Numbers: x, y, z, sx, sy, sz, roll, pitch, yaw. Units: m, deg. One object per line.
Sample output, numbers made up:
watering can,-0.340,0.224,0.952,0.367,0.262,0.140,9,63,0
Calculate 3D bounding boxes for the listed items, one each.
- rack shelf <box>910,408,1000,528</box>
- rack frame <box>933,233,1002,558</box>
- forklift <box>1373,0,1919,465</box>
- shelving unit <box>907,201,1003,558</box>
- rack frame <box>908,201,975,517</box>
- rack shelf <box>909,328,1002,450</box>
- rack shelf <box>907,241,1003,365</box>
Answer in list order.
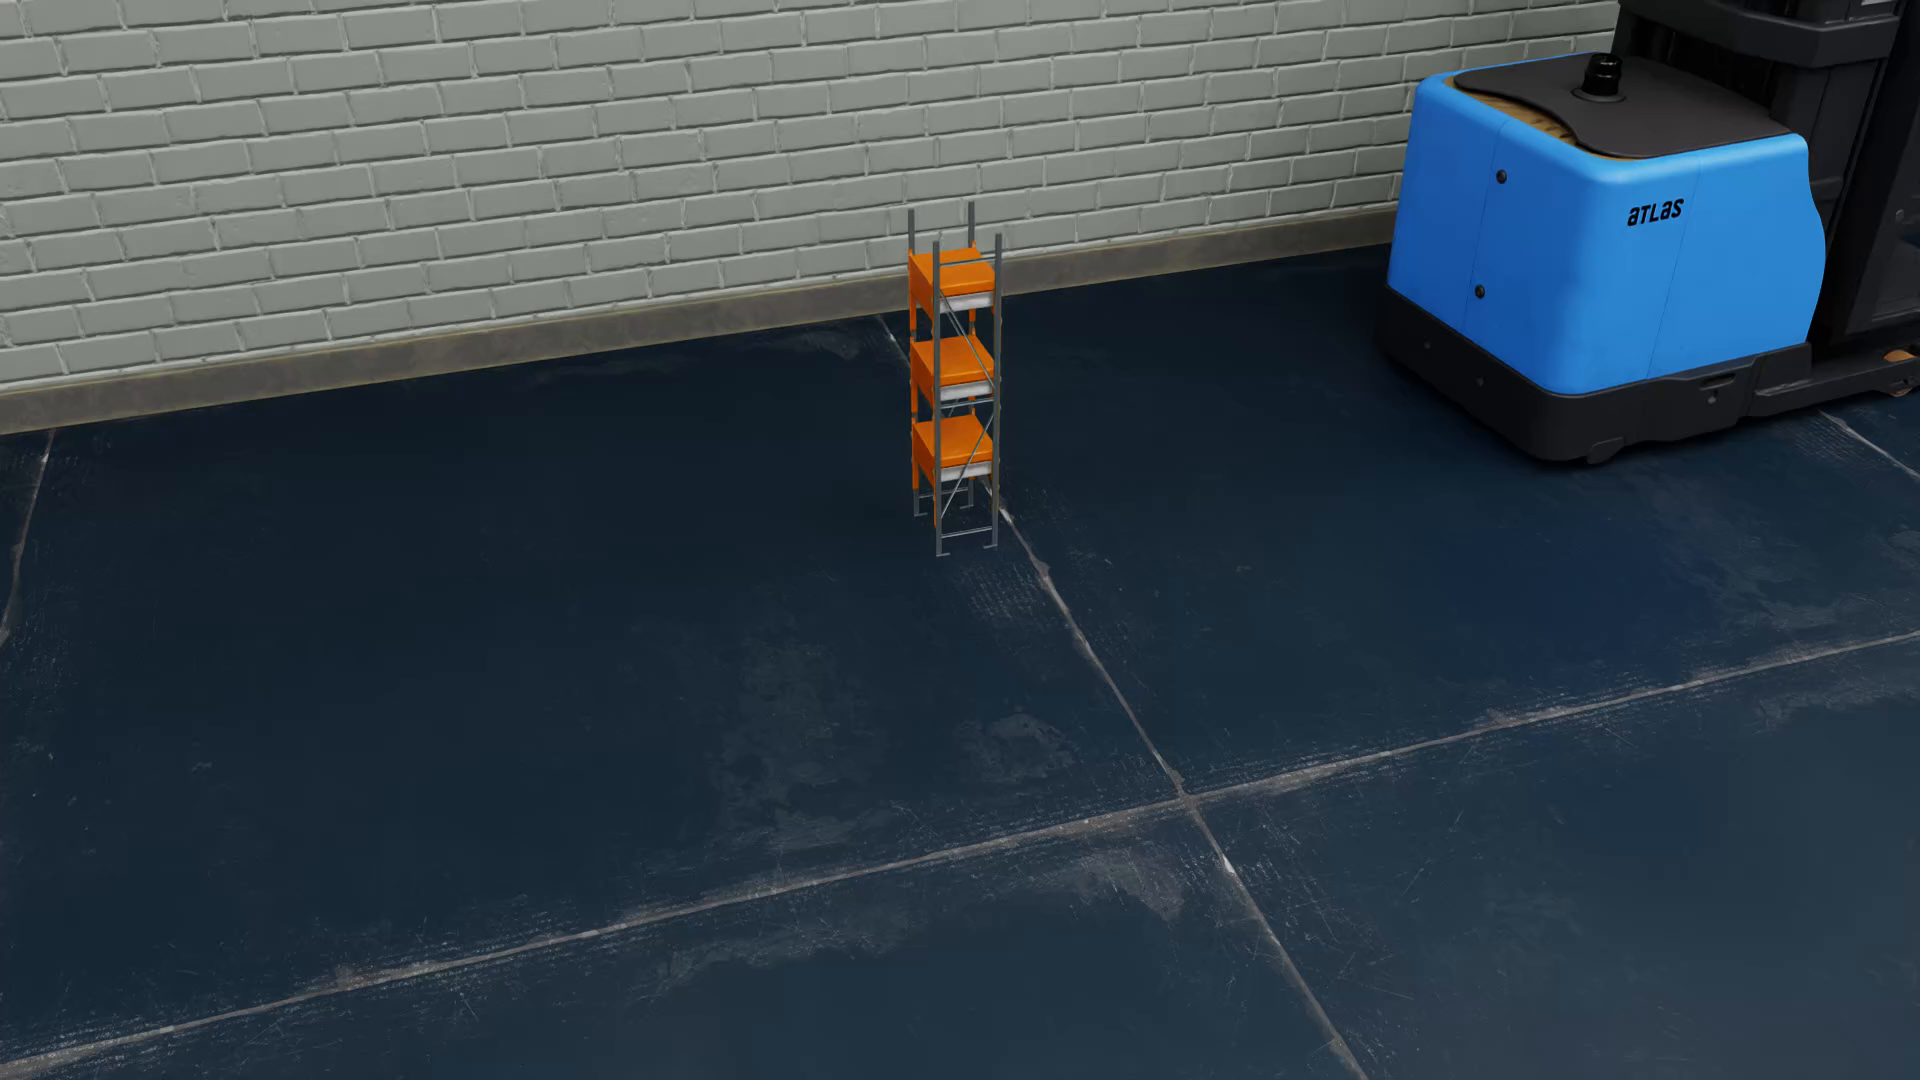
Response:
rack shelf,-0.016,-0.225,5.162,0.215,0.259,0.240,-10,35,-15
rack frame,0.021,-0.402,4.906,0.200,1.050,0.008,-10,35,-15
forklift,3.121,-1.997,5.614,3.031,2.935,1.130,-13,36,-19
shelving unit,-0.016,-0.466,5.003,0.215,1.050,0.252,-10,35,-15
rack frame,-0.054,-0.530,5.100,0.200,1.050,0.008,-10,35,-15
rack shelf,-0.016,-0.457,5.009,0.215,0.259,0.240,-10,35,-15
rack shelf,-0.016,-0.694,4.852,0.215,0.259,0.240,-10,35,-15
